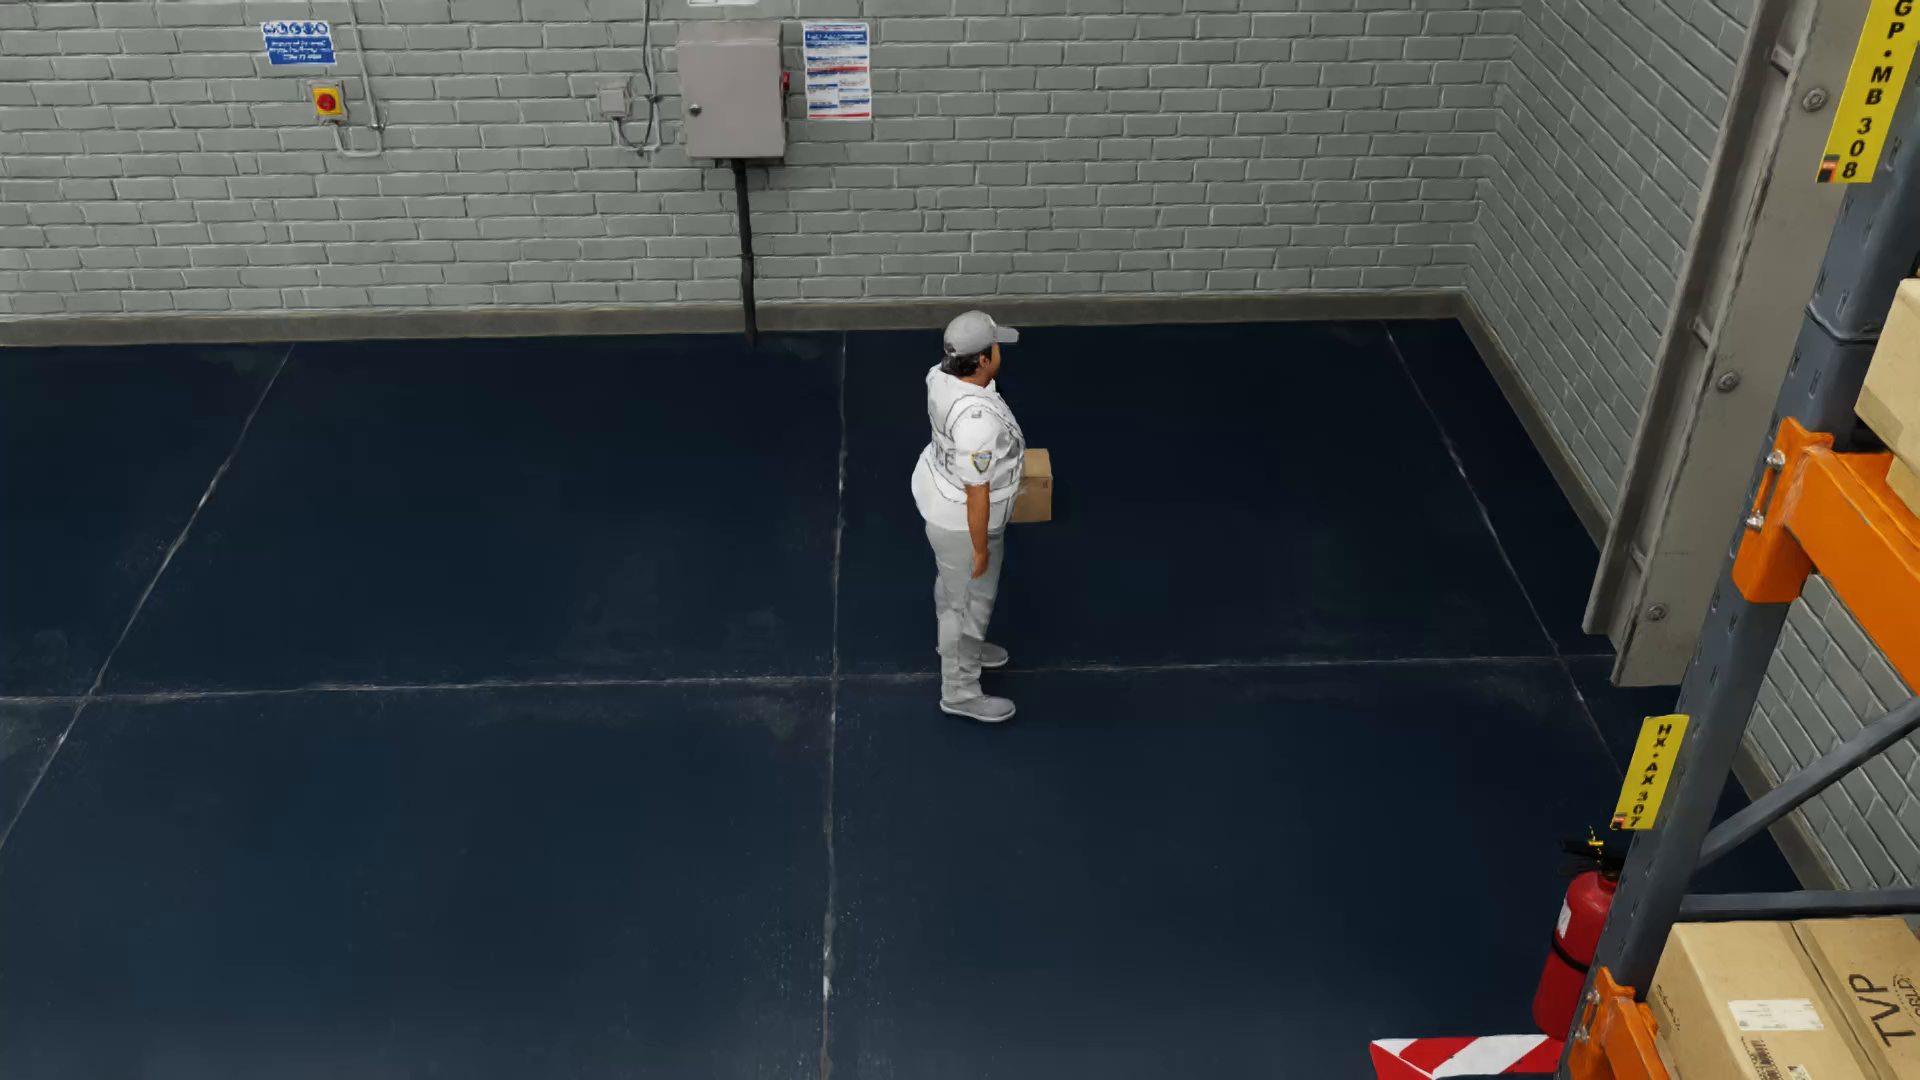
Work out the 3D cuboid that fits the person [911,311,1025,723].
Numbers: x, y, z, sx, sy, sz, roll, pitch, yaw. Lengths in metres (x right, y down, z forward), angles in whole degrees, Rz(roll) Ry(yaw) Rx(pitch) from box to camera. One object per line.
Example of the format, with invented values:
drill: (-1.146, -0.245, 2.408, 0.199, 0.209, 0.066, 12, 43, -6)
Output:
person: (0.027, -0.101, 6.252, 0.393, 1.675, 0.529, -8, 36, -10)
